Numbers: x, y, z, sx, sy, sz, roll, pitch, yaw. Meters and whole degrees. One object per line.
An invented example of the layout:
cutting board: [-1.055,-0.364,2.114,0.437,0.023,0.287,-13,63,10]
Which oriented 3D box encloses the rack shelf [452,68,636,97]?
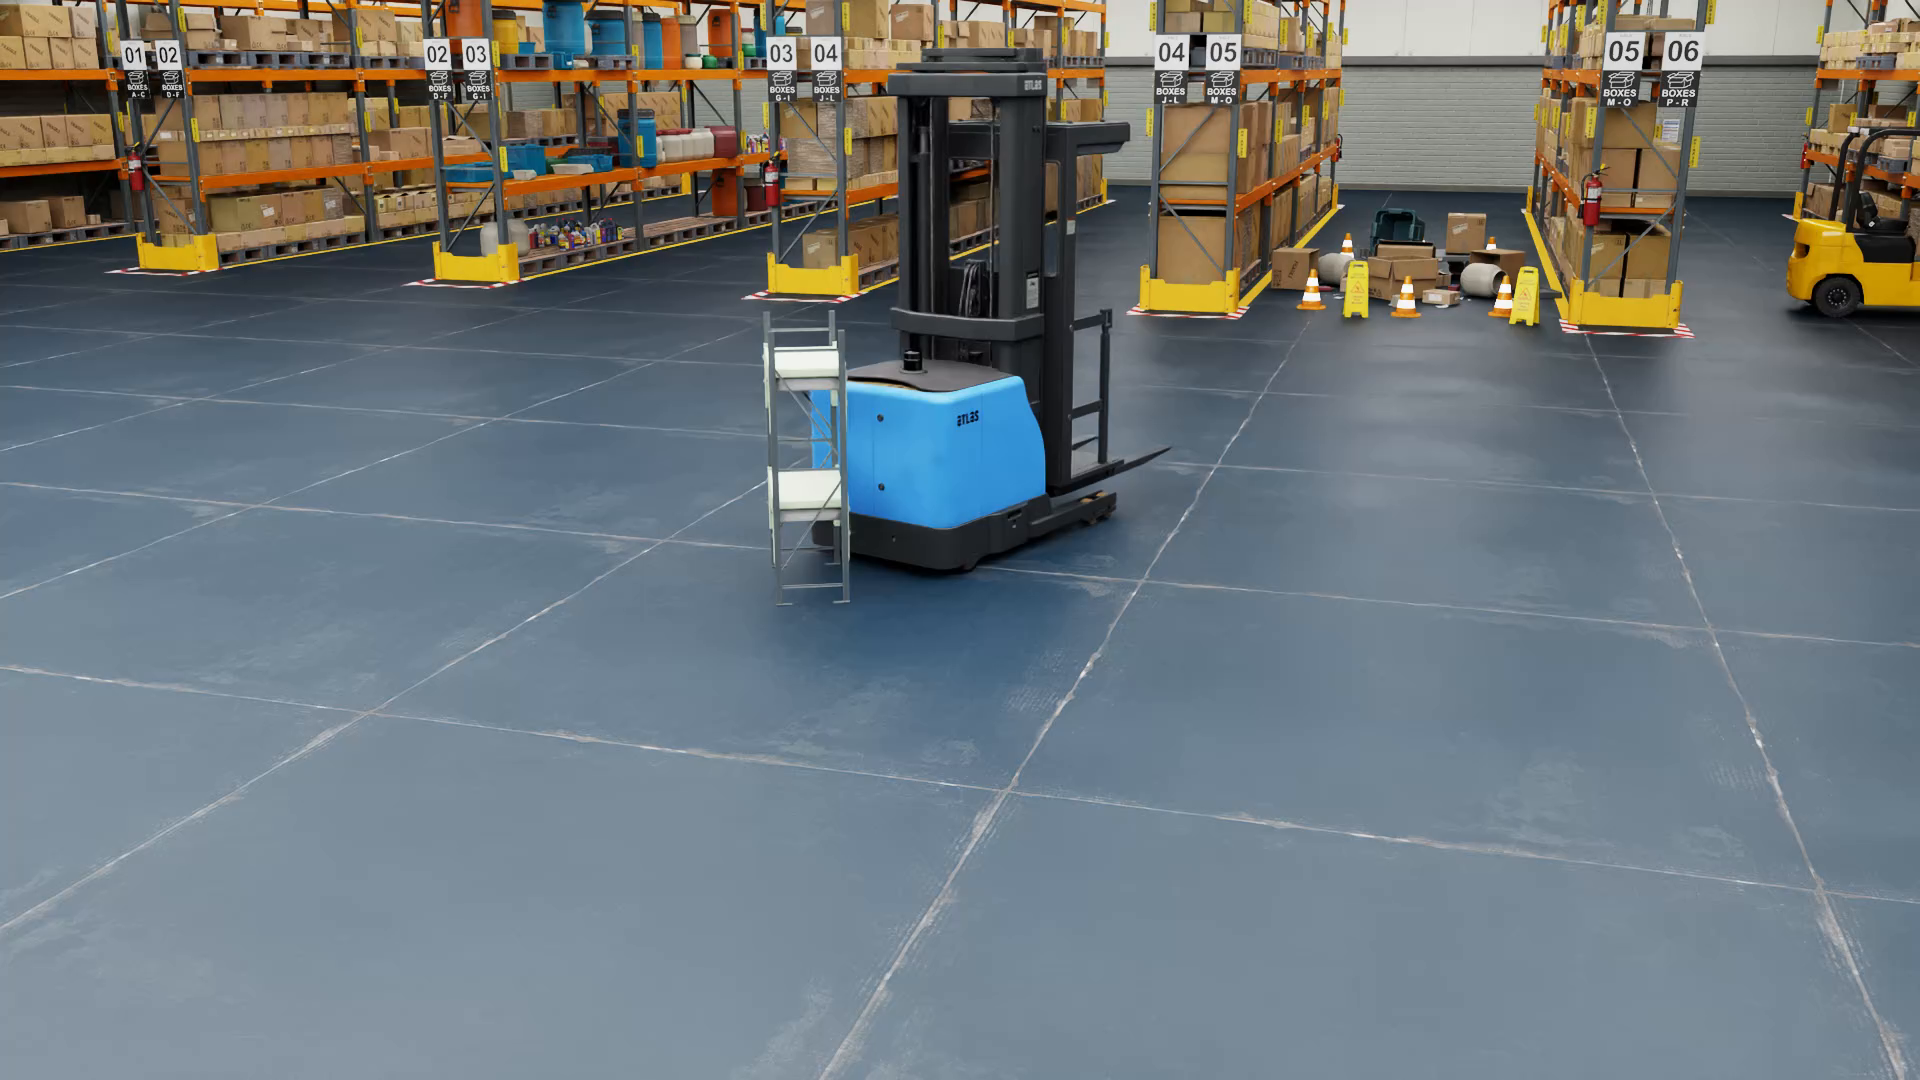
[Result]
rack shelf: [-6.120,-6.671,24.174,1.077,0.370,4.000,5,16,16]

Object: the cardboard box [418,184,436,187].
cardboard box: [-9.734,-6.426,30.729,0.500,0.311,0.500,4,16,14]

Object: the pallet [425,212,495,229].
pallet: [-9.434,-5.975,31.009,1.003,0.211,1.213,5,16,16]

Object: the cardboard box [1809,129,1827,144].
cardboard box: [16.482,-7.674,31.616,0.500,0.250,0.500,5,17,16]

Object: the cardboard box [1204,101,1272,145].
cardboard box: [3.741,-5.647,22.488,0.875,0.550,0.550,5,16,16]

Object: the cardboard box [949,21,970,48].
cardboard box: [-0.307,-7.770,25.771,0.797,0.503,0.637,5,17,18]

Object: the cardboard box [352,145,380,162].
cardboard box: [-10.201,-6.543,28.174,0.500,0.250,0.500,6,17,19]

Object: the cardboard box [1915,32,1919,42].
cardboard box: [14.613,-7.560,24.989,0.380,0.149,0.250,4,16,14]

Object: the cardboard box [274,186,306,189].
cardboard box: [-10.866,-5.494,27.097,0.500,0.500,0.500,5,16,16]

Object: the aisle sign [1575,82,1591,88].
aisle sign: [12.427,-9.330,32.962,0.394,0.787,0.004,5,16,16]

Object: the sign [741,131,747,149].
sign: [-3.885,-7.182,29.853,0.100,0.325,0.005,5,16,16]

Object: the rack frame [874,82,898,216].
rack frame: [-0.803,-5.713,24.976,1.000,3.000,0.127,5,16,16]

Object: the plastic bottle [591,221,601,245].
plastic bottle: [-5.604,-4.709,25.483,0.144,0.351,0.185,5,16,16]

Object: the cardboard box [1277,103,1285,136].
cardboard box: [4.638,-6.494,25.714,0.700,0.500,0.500,4,16,15]

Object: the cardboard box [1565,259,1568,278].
cardboard box: [7.983,-3.411,21.128,0.500,0.250,0.500,4,16,15]

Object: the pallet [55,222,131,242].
pallet: [-15.207,-5.346,28.790,1.003,0.211,1.213,5,16,16]

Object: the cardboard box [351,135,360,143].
cardboard box: [-12.919,-8.472,35.127,0.380,0.149,0.250,5,16,16]

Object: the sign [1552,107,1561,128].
sign: [9.302,-6.591,25.946,0.100,0.325,0.005,5,16,16]

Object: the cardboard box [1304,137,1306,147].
cardboard box: [5.832,-6.946,29.013,0.380,0.149,0.250,4,16,14]

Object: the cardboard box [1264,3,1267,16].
cardboard box: [3.695,-6.741,21.146,0.380,0.149,0.250,5,17,17]

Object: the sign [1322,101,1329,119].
sign: [6.731,-7.910,30.599,0.100,0.325,0.005,5,16,16]

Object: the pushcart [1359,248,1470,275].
pushcart: [6.499,-3.847,23.201,1.648,0.377,0.936,-1,16,-3]

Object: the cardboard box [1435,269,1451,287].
cardboard box: [6.409,-3.583,22.475,0.258,0.266,0.396,-7,17,-23]

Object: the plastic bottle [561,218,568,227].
plastic bottle: [-6.179,-4.856,26.000,0.144,0.351,0.185,5,17,17]

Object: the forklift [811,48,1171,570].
forklift: [0.366,-1.580,10.530,1.130,2.935,3.031,11,19,34]

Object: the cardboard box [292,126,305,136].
cardboard box: [-10.534,-6.423,26.105,0.380,0.149,0.250,5,17,17]

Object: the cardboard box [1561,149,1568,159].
cardboard box: [9.232,-5.792,24.944,0.380,0.149,0.250,5,17,16]

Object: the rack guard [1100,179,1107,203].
rack guard: [2.614,-7.657,36.407,1.175,0.500,0.348,5,16,16]

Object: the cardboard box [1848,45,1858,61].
cardboard box: [15.767,-8.450,28.858,0.500,0.250,0.500,4,16,14]

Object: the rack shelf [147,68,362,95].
rack shelf: [-10.868,-7.056,25.531,1.077,0.370,4.000,5,16,16]

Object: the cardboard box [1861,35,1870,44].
cardboard box: [15.227,-8.325,27.649,0.380,0.149,0.250,5,17,17]

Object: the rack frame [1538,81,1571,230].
rack frame: [10.972,-7.038,29.645,1.000,3.000,0.127,5,16,16]

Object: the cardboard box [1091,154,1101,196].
cardboard box: [2.502,-7.859,35.665,0.875,0.875,0.875,5,16,16]

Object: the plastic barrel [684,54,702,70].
plastic barrel: [-4.552,-8.170,28.392,0.301,0.262,0.301,0,16,0]

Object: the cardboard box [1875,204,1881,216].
cardboard box: [14.938,-5.139,26.761,0.500,0.500,0.500,4,16,14]

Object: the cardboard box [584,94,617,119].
cardboard box: [-7.622,-9.206,35.274,0.500,0.500,0.500,5,17,17]

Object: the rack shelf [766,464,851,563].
rack shelf: [-0.856,-0.156,9.327,0.431,0.370,0.720,-2,16,-8]

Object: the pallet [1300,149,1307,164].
pallet: [5.161,-6.451,27.928,1.213,0.211,1.003,5,16,16]

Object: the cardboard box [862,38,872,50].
cardboard box: [-1.374,-6.485,21.745,0.380,0.149,0.250,5,17,18]

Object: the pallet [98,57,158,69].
pallet: [-14.772,-8.372,29.195,1.213,0.211,1.003,5,16,16]

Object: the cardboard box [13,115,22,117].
cardboard box: [-15.681,-6.792,27.643,0.500,0.500,0.500,5,17,17]

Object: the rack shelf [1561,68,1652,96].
rack shelf: [9.267,-6.565,23.800,1.077,0.370,4.000,5,16,16]

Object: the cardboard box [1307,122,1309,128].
cardboard box: [5.972,-7.372,29.424,0.380,0.149,0.250,4,16,14]

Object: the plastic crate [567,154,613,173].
plastic crate: [-5.606,-5.715,25.255,0.499,0.251,0.616,5,16,16]

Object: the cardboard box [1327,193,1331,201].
cardboard box: [7.409,-7.043,34.119,0.380,0.149,0.250,5,17,18]

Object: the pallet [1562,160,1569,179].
pallet: [9.312,-5.378,24.145,1.003,0.211,1.213,5,16,16]

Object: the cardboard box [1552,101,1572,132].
cardboard box: [10.017,-6.940,27.286,0.500,0.500,0.500,5,16,16]

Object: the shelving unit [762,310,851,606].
shelving unit: [-0.856,-0.470,9.238,0.431,1.500,0.755,-2,16,-8]

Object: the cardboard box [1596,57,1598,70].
cardboard box: [7.786,-5.669,19.781,0.380,0.149,0.250,4,16,14]

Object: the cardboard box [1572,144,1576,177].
cardboard box: [8.186,-4.909,21.413,0.500,0.500,0.500,5,16,16]

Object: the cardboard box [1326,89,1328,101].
cardboard box: [6.692,-8.303,31.547,0.500,0.500,0.500,4,16,14]

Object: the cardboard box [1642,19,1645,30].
cardboard box: [7.485,-5.780,18.713,0.380,0.149,0.250,5,17,17]

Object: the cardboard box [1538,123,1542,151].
cardboard box: [11.418,-7.763,32.018,0.500,0.500,0.500,5,16,16]
